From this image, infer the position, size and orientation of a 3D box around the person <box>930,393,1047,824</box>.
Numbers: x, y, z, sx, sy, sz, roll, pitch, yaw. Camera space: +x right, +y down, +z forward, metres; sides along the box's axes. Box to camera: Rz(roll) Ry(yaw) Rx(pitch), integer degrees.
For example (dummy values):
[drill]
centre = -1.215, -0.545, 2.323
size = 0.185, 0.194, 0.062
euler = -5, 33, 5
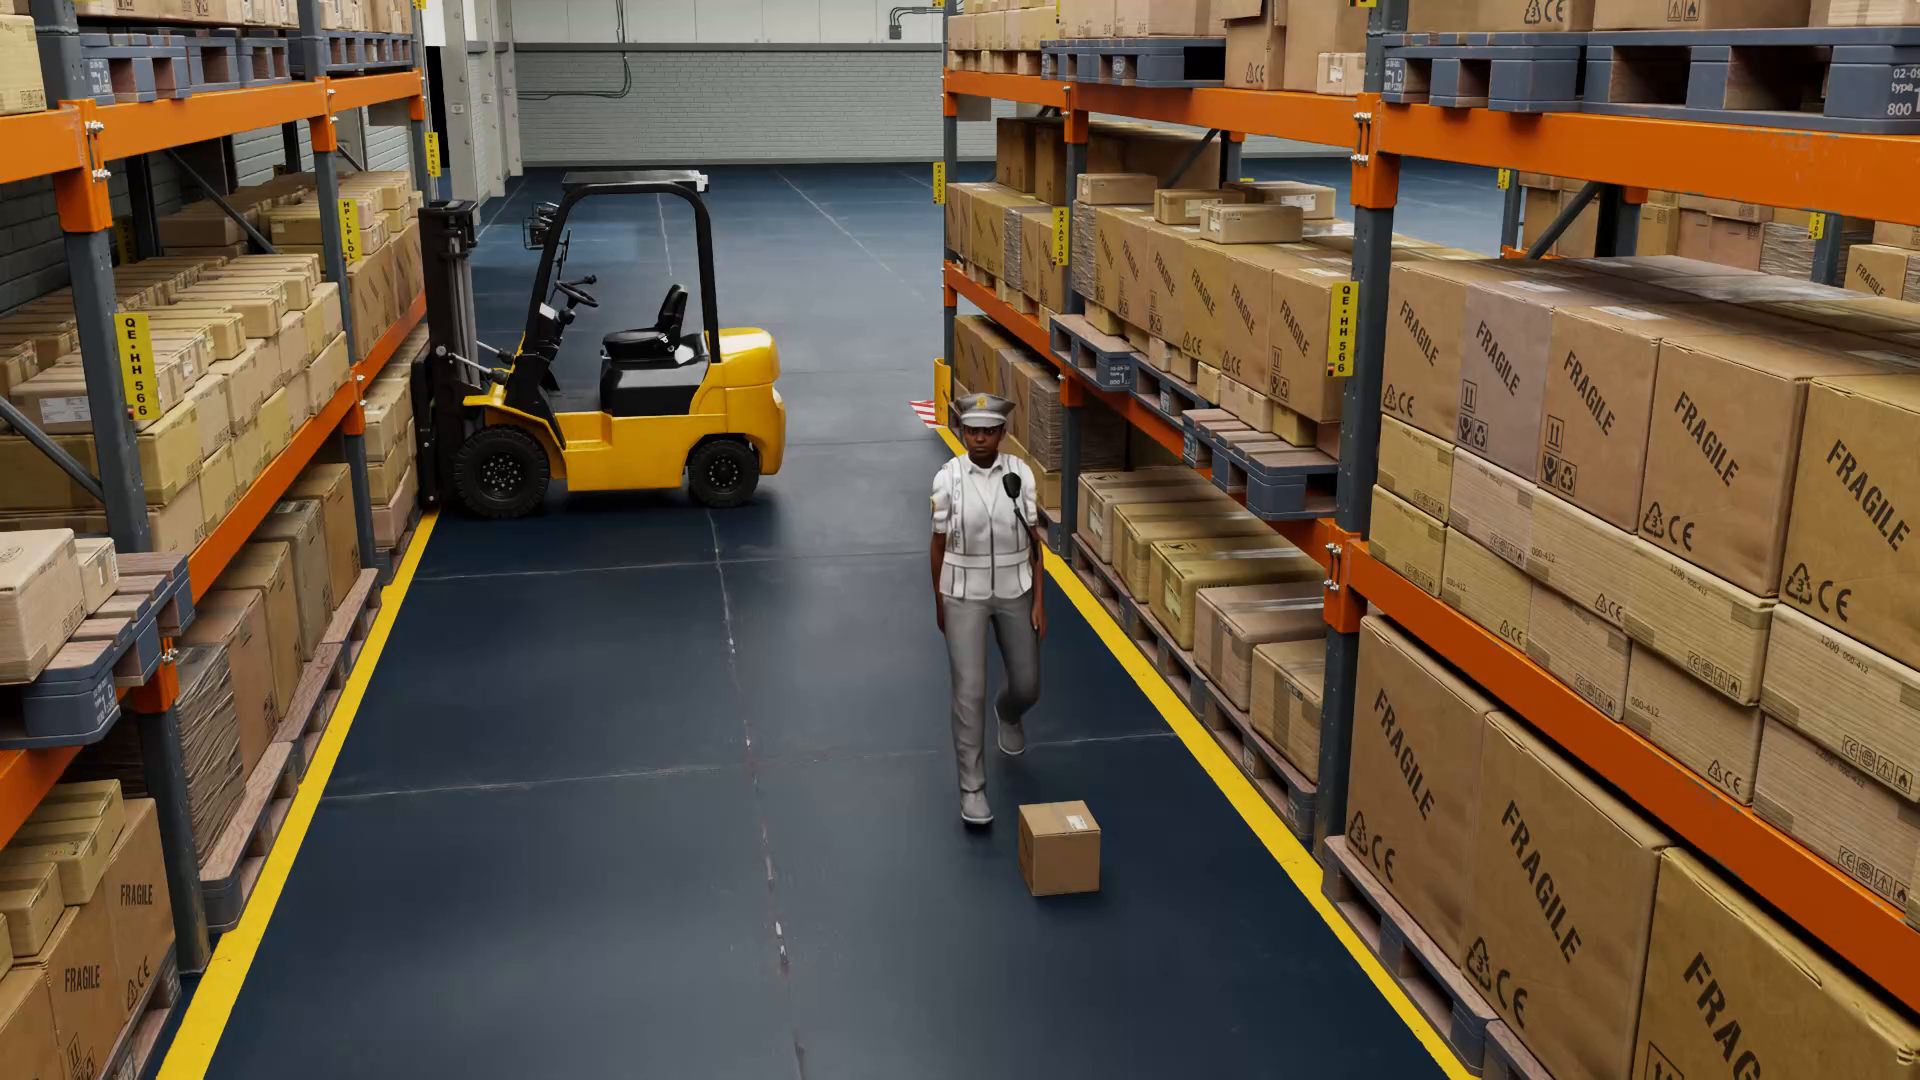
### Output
[person]
centre = 0.117, 0.226, 6.681
size = 0.448, 1.658, 0.810
euler = -3, 17, -9
